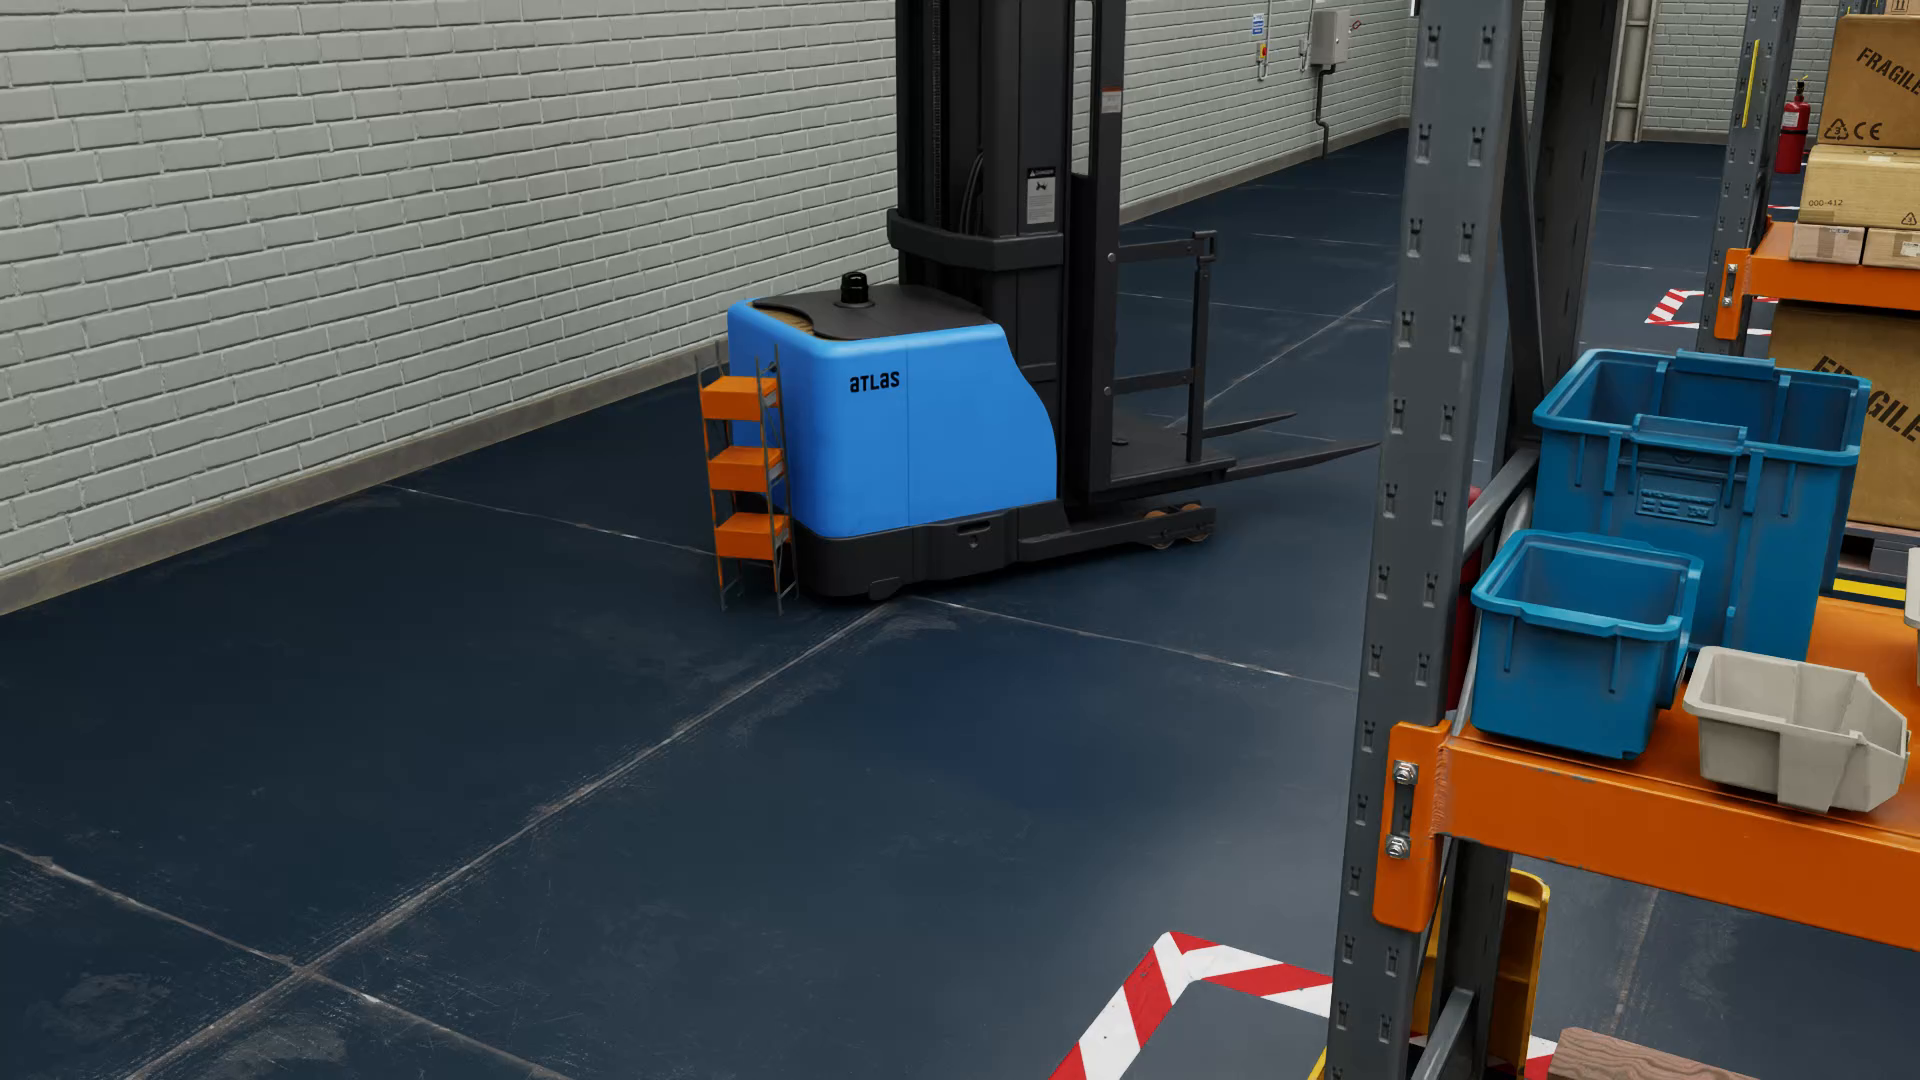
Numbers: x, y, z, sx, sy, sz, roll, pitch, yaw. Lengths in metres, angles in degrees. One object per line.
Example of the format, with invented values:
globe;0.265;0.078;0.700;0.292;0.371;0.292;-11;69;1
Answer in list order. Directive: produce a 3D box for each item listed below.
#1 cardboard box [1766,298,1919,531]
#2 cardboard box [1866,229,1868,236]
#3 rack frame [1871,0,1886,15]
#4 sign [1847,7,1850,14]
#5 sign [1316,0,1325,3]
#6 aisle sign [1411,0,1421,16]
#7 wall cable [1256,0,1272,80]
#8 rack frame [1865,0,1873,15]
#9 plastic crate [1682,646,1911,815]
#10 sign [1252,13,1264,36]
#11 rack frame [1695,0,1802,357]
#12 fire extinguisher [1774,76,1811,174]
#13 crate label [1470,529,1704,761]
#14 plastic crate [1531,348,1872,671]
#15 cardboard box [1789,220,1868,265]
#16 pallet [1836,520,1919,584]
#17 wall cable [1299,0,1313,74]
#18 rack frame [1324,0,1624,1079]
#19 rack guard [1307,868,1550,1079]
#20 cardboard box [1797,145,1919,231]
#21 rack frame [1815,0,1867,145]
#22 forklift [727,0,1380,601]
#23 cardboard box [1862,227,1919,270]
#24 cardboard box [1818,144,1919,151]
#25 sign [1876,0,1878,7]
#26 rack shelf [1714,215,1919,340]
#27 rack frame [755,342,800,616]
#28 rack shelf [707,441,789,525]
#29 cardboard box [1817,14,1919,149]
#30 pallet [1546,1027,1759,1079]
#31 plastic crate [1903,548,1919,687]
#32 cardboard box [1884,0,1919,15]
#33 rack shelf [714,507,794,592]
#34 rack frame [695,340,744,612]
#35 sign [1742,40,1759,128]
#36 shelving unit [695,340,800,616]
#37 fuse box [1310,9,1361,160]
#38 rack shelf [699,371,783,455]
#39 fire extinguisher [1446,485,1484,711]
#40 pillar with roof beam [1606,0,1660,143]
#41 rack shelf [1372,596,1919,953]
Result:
cardboard box;3.956;-0.614;7.159;0.875;0.875;0.875;11;23;27
cardboard box;3.829;-1.419;7.246;0.250;0.149;0.380;11;23;28
rack frame;10.608;-5.927;19.305;0.127;3.000;1.000;11;23;27
sign;5.600;-3.203;10.527;0.005;0.325;0.100;11;23;27
sign;4.201;-6.386;19.361;0.001;0.242;0.339;11;23;27
aisle sign;0.735;-1.169;2.377;0.004;0.787;0.394;11;23;27
wall cable;3.257;-5.871;17.617;0.123;1.953;0.585;11;23;27
rack frame;8.191;-4.448;15.229;0.127;3.000;1.000;11;23;27
plastic crate;1.237;0.289;2.468;0.298;0.136;0.250;11;23;27
sign;3.180;-5.502;17.738;0.001;0.218;0.327;11;23;27
rack frame;3.358;-1.498;7.096;0.127;3.000;1.000;11;23;27
fire extinguisher;5.870;-2.925;11.691;0.183;0.674;0.296;11;23;27
crate label;0.997;0.166;2.666;0.303;0.233;0.416;11;23;27
plastic crate;1.326;-0.068;3.015;0.499;0.435;0.616;11;23;27
cardboard box;3.507;-1.223;6.705;0.250;0.149;0.380;11;23;28
pallet;4.094;-0.078;7.269;1.213;0.211;1.003;11;23;27
wall cable;3.938;-6.281;18.791;0.122;1.984;0.588;11;23;27
rack frame;0.942;-0.024;3.031;0.127;3.000;1.000;11;23;27
rack guard;0.915;1.151;3.458;0.348;0.500;1.175;11;23;27
cardboard box;3.645;-1.407;6.629;0.500;0.250;0.500;10;22;26
rack frame;5.865;-2.958;11.120;0.127;3.000;1.000;11;23;27
forklift;0.545;-1.482;7.154;3.031;2.935;1.130;-11;23;-27
cardboard box;3.732;-1.180;6.589;0.250;0.149;0.380;10;22;27
cardboard box;3.910;-1.566;7.067;0.500;0.250;0.500;10;22;26
sign;10.344;-6.172;18.712;0.005;0.325;0.100;11;23;27
rack shelf;5.104;-0.827;6.302;4.000;0.370;1.077;11;23;27
rack frame;-0.700;-0.225;6.409;0.008;1.050;0.200;4;22;17
rack shelf;-0.816;-0.223;6.448;0.240;0.259;0.215;4;22;17
cardboard box;3.911;-1.917;6.935;0.500;0.500;0.500;11;23;28
pallet;1.643;1.436;3.097;1.213;0.211;1.003;11;23;27
plastic crate;1.743;0.154;2.841;0.243;0.136;0.396;11;23;27
cardboard box;6.127;-3.461;10.459;0.500;0.500;0.500;11;22;27
rack shelf;-0.804;0.035;6.549;0.240;0.259;0.215;4;22;17
rack frame;-0.934;-0.241;6.479;0.008;1.050;0.200;4;22;17
sign;3.082;-1.778;6.482;0.005;0.325;0.100;11;23;27
shelving unit;-0.817;-0.233;6.444;0.252;1.050;0.215;4;22;17
fuse box;4.409;-5.374;19.672;0.414;1.711;0.539;11;23;27
rack shelf;-0.829;-0.487;6.344;0.240;0.259;0.215;4;22;17
fire extinguisher;1.032;0.028;3.550;0.183;0.674;0.296;11;23;27
pillar with roof beam;6.594;-8.182;16.724;0.400;9.000;9.100;11;23;27
rack shelf;2.688;0.647;2.237;4.000;0.370;1.077;11;23;27
